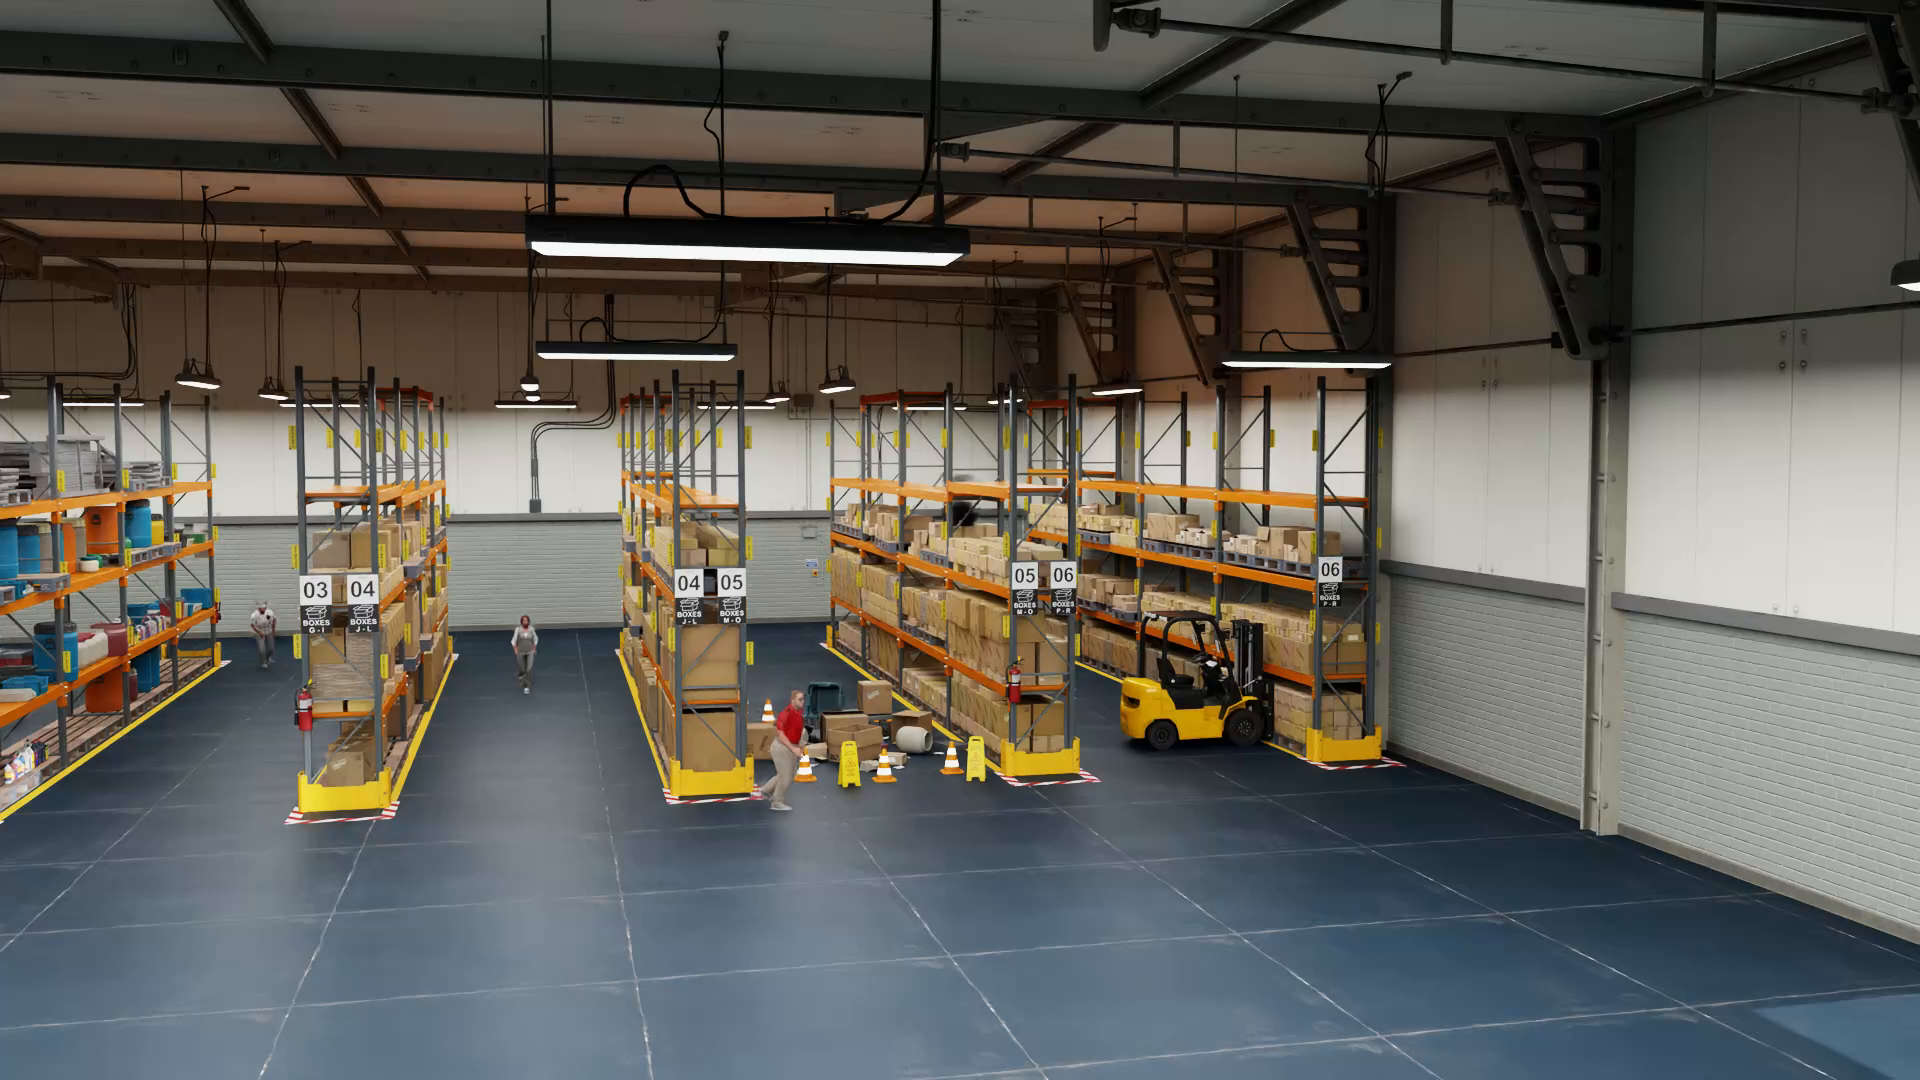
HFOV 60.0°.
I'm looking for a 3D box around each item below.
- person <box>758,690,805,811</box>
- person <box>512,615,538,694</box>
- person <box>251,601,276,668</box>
[{"bbox_3d":[-2.406,2.832,22.479,0.720,1.650,0.650,1,4,14],"label":"person"},{"bbox_3d":[-8.673,2.259,33.152,0.518,1.559,0.657,-1,4,-21],"label":"person"},{"bbox_3d":[-15.341,2.070,36.620,0.544,1.498,0.846,-2,4,-34],"label":"person"}]
